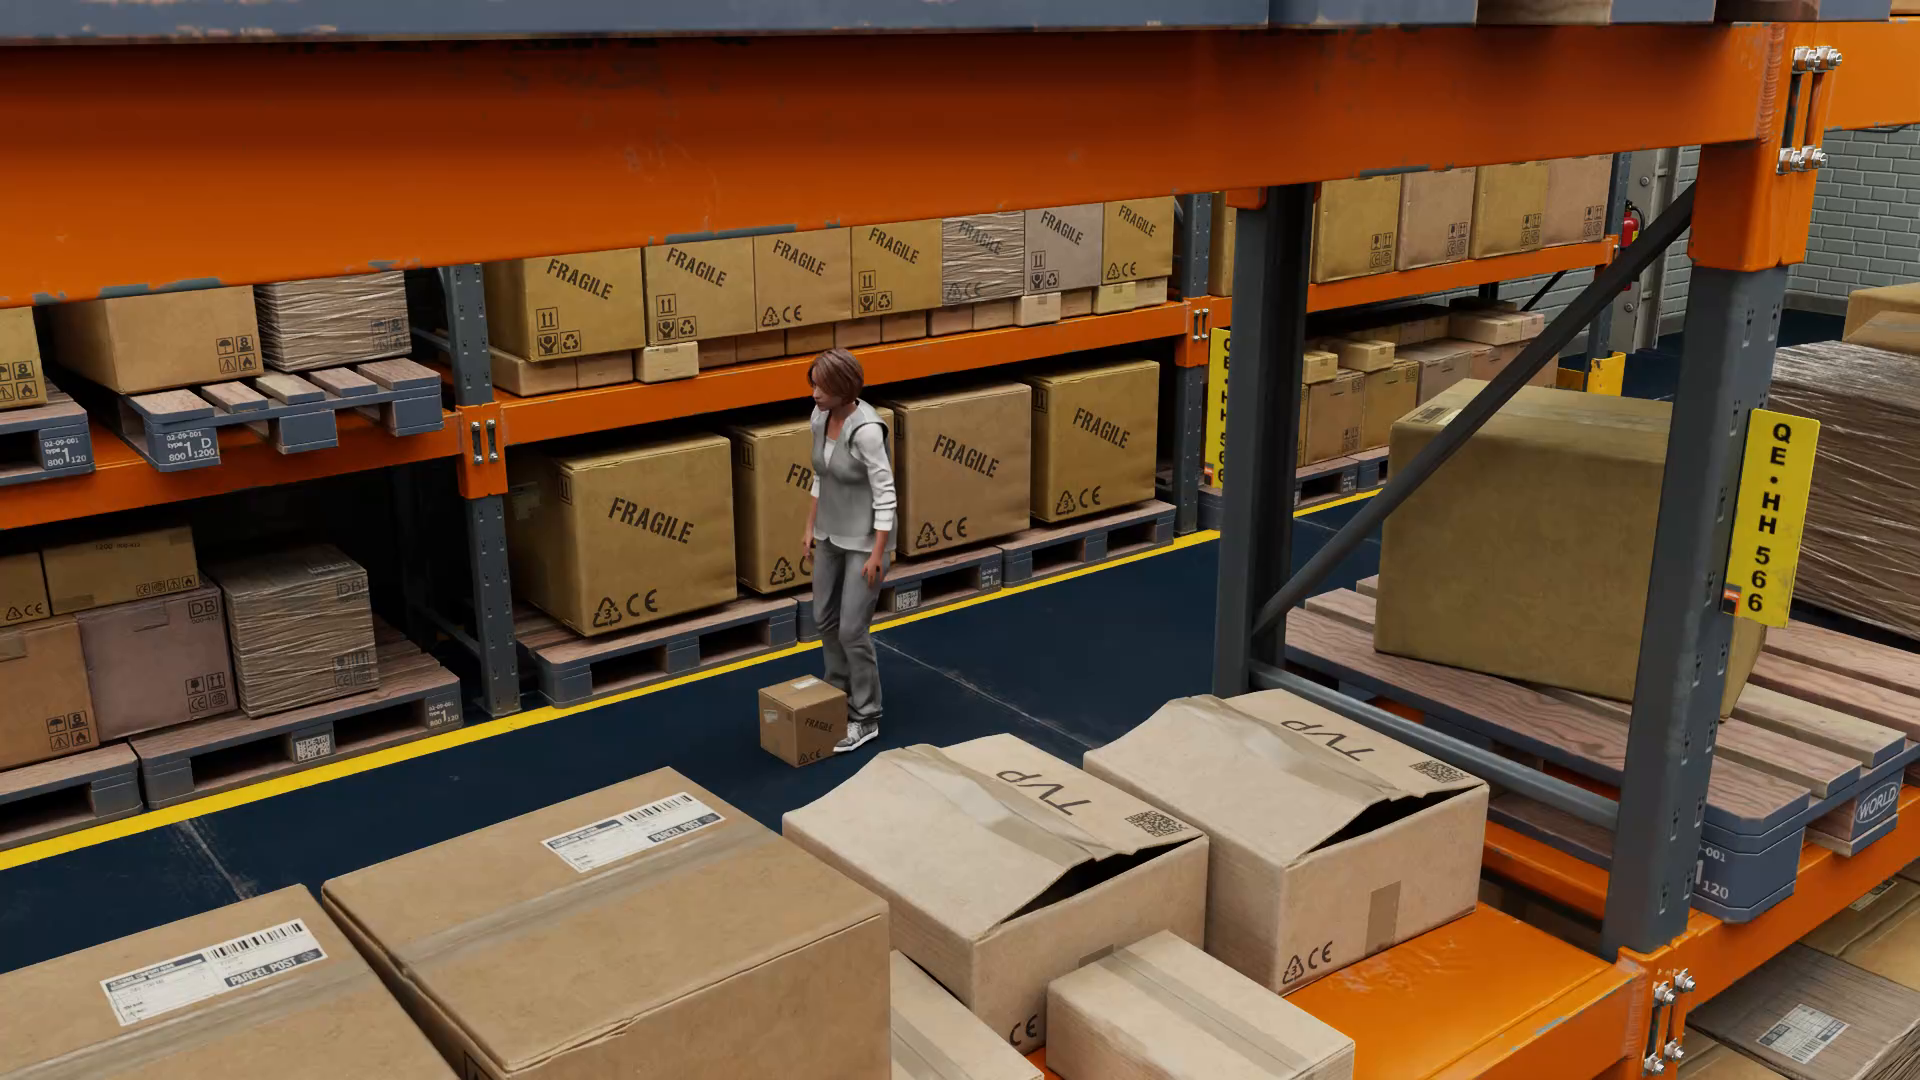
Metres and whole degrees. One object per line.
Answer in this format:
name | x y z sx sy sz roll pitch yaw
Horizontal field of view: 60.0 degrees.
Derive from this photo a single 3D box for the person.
person | -0.446 0.029 6.480 0.370 1.594 0.485 -15 23 -39
